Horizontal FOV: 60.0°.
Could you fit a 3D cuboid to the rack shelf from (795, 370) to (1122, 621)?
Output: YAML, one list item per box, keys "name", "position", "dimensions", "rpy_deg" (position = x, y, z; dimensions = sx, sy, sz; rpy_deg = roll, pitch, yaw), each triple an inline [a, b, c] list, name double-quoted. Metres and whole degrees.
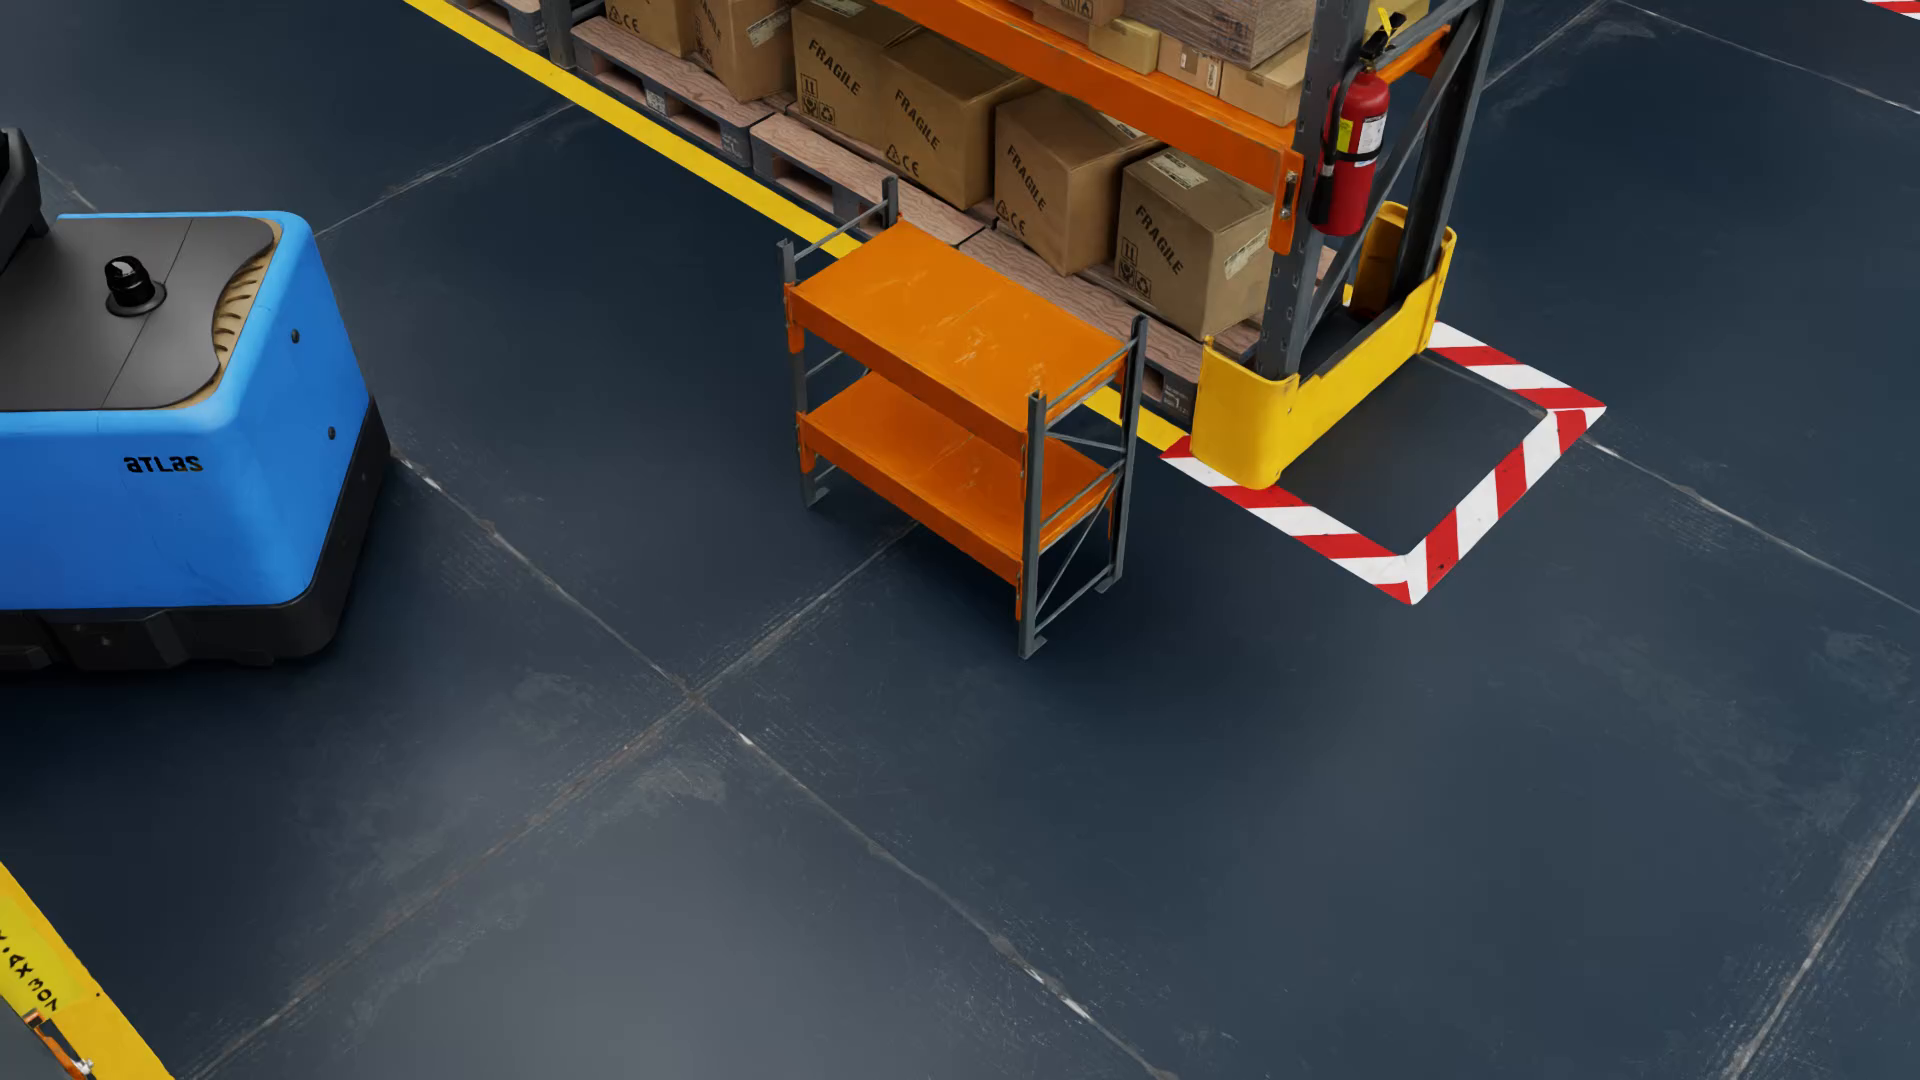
- name: "rack shelf"
  position: [-0.005, -0.221, 5.521]
  dimensions: [1.000, 0.278, 0.538]
  rpy_deg: [34, 55, 28]

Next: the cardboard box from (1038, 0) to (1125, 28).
- name: "cardboard box"
  position: [0.553, -2.151, 5.439]
  dimensions: [0.500, 0.500, 0.875]
  rpy_deg: [34, 55, 28]

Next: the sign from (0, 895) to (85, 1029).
- name: "sign"
  position: [-1.596, 0.721, 2.826]
  dimensions: [0.005, 0.325, 0.100]
  rpy_deg: [34, 55, 28]

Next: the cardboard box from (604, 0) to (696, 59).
- name: "cardboard box"
  position: [-1.285, -2.592, 7.552]
  dimensions: [0.500, 0.500, 0.500]
  rpy_deg: [32, 55, 27]

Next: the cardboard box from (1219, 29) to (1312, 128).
- name: "cardboard box"
  position: [1.038, -1.489, 5.263]
  dimensions: [0.250, 0.149, 0.380]
  rpy_deg: [34, 55, 28]

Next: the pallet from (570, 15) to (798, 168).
- name: "pallet"
  position: [-1.035, -2.255, 7.723]
  dimensions: [1.213, 0.211, 1.003]
  rpy_deg: [34, 55, 28]

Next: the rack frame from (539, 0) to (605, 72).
- name: "rack frame"
  position: [-1.552, -3.523, 7.000]
  dimensions: [0.127, 3.000, 1.000]
  rpy_deg: [34, 55, 28]

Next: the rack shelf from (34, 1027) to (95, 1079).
- name: "rack shelf"
  position: [-3.442, 0.366, 3.843]
  dimensions: [4.000, 0.370, 1.077]
  rpy_deg: [34, 55, 28]

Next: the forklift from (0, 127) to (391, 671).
- name: "forklift"
  position: [-3.542, -0.937, 4.619]
  dimensions: [3.031, 2.935, 1.130]
  rpy_deg: [-1, 47, -1]

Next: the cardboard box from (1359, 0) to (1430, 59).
- name: "cardboard box"
  position: [1.339, -1.728, 5.487]
  dimensions: [0.250, 0.149, 0.380]
  rpy_deg: [34, 55, 28]

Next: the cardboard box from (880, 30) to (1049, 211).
- name: "cardboard box"
  position: [0.030, -1.748, 6.760]
  dimensions: [0.500, 0.500, 0.500]
  rpy_deg: [-33, 55, -27]

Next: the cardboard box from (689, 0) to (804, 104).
- name: "cardboard box"
  position: [-0.859, -2.313, 7.290]
  dimensions: [0.500, 0.500, 0.500]
  rpy_deg: [-22, 51, -19]

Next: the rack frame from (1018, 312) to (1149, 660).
- name: "rack frame"
  position: [0.369, -0.137, 5.107]
  dimensions: [0.032, 1.125, 0.500]
  rpy_deg: [34, 55, 28]

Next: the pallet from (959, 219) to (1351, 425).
- name: "pallet"
  position: [0.758, -1.049, 6.590]
  dimensions: [1.213, 0.211, 1.003]
  rpy_deg: [34, 55, 28]

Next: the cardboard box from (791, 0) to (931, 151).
- name: "cardboard box"
  position: [-0.350, -2.048, 7.042]
  dimensions: [0.500, 0.500, 0.500]
  rpy_deg: [29, 53, 25]

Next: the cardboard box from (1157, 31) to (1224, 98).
- name: "cardboard box"
  position: [0.854, -1.613, 5.380]
  dimensions: [0.250, 0.149, 0.380]
  rpy_deg: [34, 55, 28]

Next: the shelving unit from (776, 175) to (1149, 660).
- name: "shelving unit"
  position: [-0.005, -0.388, 5.343]
  dimensions: [1.048, 1.125, 0.538]
  rpy_deg: [34, 55, 28]

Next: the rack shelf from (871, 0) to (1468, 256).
- name: "rack shelf"
  position: [-0.083, -2.288, 6.334]
  dimensions: [4.000, 0.370, 1.077]
  rpy_deg: [34, 55, 28]

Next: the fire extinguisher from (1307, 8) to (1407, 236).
- name: "fire extinguisher"
  position: [1.159, -1.215, 4.886]
  dimensions: [0.183, 0.674, 0.296]
  rpy_deg: [34, 55, 28]

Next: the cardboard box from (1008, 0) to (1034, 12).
- name: "cardboard box"
  position: [0.307, -1.987, 5.730]
  dimensions: [0.250, 0.149, 0.380]
  rpy_deg: [34, 55, 28]

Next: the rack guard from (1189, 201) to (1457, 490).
- name: "rack guard"
  position: [1.331, -0.727, 6.090]
  dimensions: [0.348, 0.500, 1.175]
  rpy_deg: [34, 55, 28]

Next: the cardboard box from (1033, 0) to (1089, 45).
- name: "cardboard box"
  position: [0.463, -1.841, 5.594]
  dimensions: [0.250, 0.149, 0.380]
  rpy_deg: [34, 55, 28]

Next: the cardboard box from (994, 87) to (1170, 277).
- name: "cardboard box"
  position: [0.477, -1.428, 6.460]
  dimensions: [0.500, 0.500, 0.500]
  rpy_deg: [-25, 52, -21]

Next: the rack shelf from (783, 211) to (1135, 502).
- name: "rack shelf"
  position: [-0.005, -0.589, 5.130]
  dimensions: [1.000, 0.278, 0.538]
  rpy_deg: [34, 55, 28]

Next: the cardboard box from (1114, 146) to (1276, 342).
- name: "cardboard box"
  position: [0.940, -1.151, 6.200]
  dimensions: [0.500, 0.500, 0.500]
  rpy_deg: [-28, 53, -24]

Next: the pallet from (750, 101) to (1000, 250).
- name: "pallet"
  position: [-0.134, -1.652, 7.156]
  dimensions: [1.213, 0.211, 1.003]
  rpy_deg: [34, 55, 28]

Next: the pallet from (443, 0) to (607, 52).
- name: "pallet"
  position: [-2.125, -2.952, 8.377]
  dimensions: [1.213, 0.211, 1.003]
  rpy_deg: [34, 55, 28]

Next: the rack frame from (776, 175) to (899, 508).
- name: "rack frame"
  position: [-0.379, -0.640, 5.579]
  dimensions: [0.032, 1.125, 0.500]
  rpy_deg: [34, 55, 28]

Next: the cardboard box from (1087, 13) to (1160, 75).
- name: "cardboard box"
  position: [0.636, -1.709, 5.470]
  dimensions: [0.250, 0.149, 0.380]
  rpy_deg: [34, 55, 28]

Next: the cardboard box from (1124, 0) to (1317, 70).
- name: "cardboard box"
  position: [1.002, -1.968, 5.267]
  dimensions: [0.500, 0.500, 0.875]
  rpy_deg: [34, 55, 28]

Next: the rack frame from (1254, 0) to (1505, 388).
- name: "rack frame"
  position: [1.387, -1.545, 5.143]
  dimensions: [0.127, 3.000, 1.000]
  rpy_deg: [34, 55, 28]
